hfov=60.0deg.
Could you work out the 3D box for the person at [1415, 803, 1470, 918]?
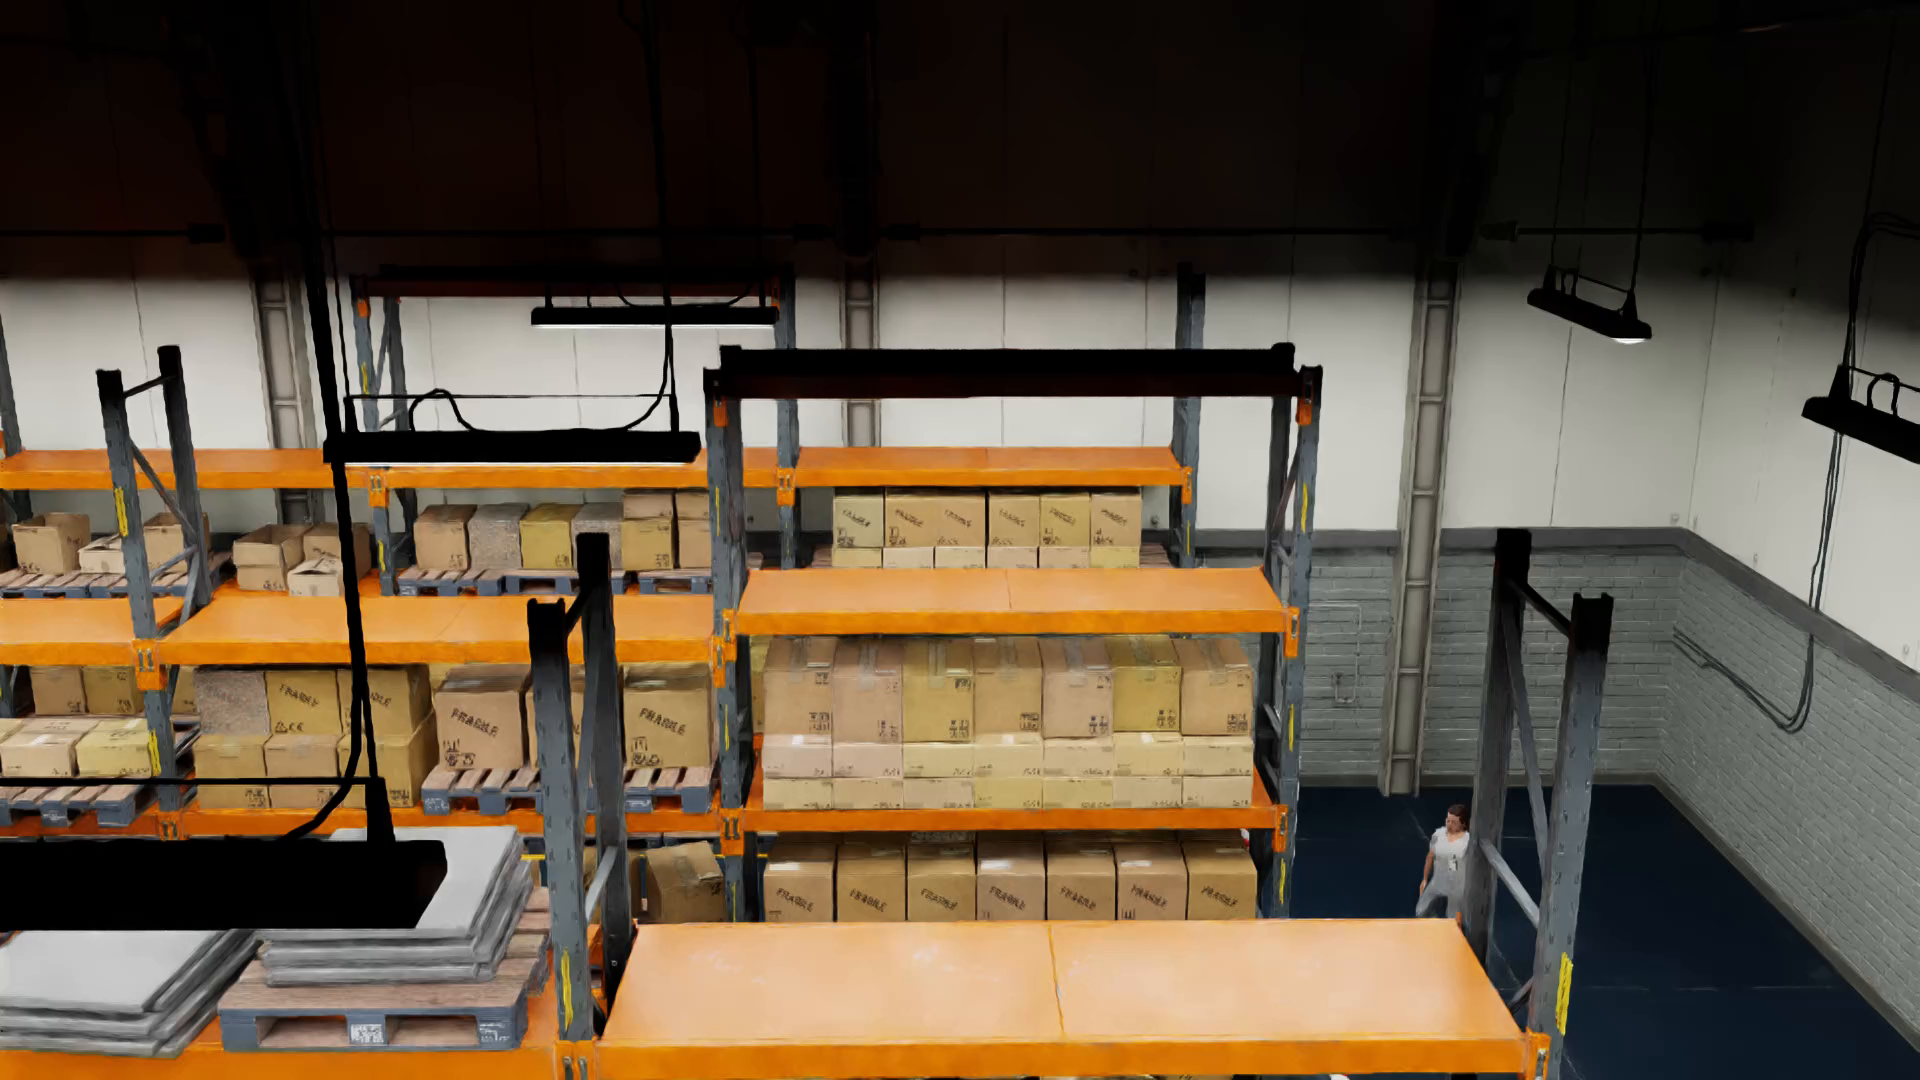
[{"bbox_3d":[4.356,3.084,15.015,0.493,1.664,0.650,-15,22,-42],"label":"person"}]
